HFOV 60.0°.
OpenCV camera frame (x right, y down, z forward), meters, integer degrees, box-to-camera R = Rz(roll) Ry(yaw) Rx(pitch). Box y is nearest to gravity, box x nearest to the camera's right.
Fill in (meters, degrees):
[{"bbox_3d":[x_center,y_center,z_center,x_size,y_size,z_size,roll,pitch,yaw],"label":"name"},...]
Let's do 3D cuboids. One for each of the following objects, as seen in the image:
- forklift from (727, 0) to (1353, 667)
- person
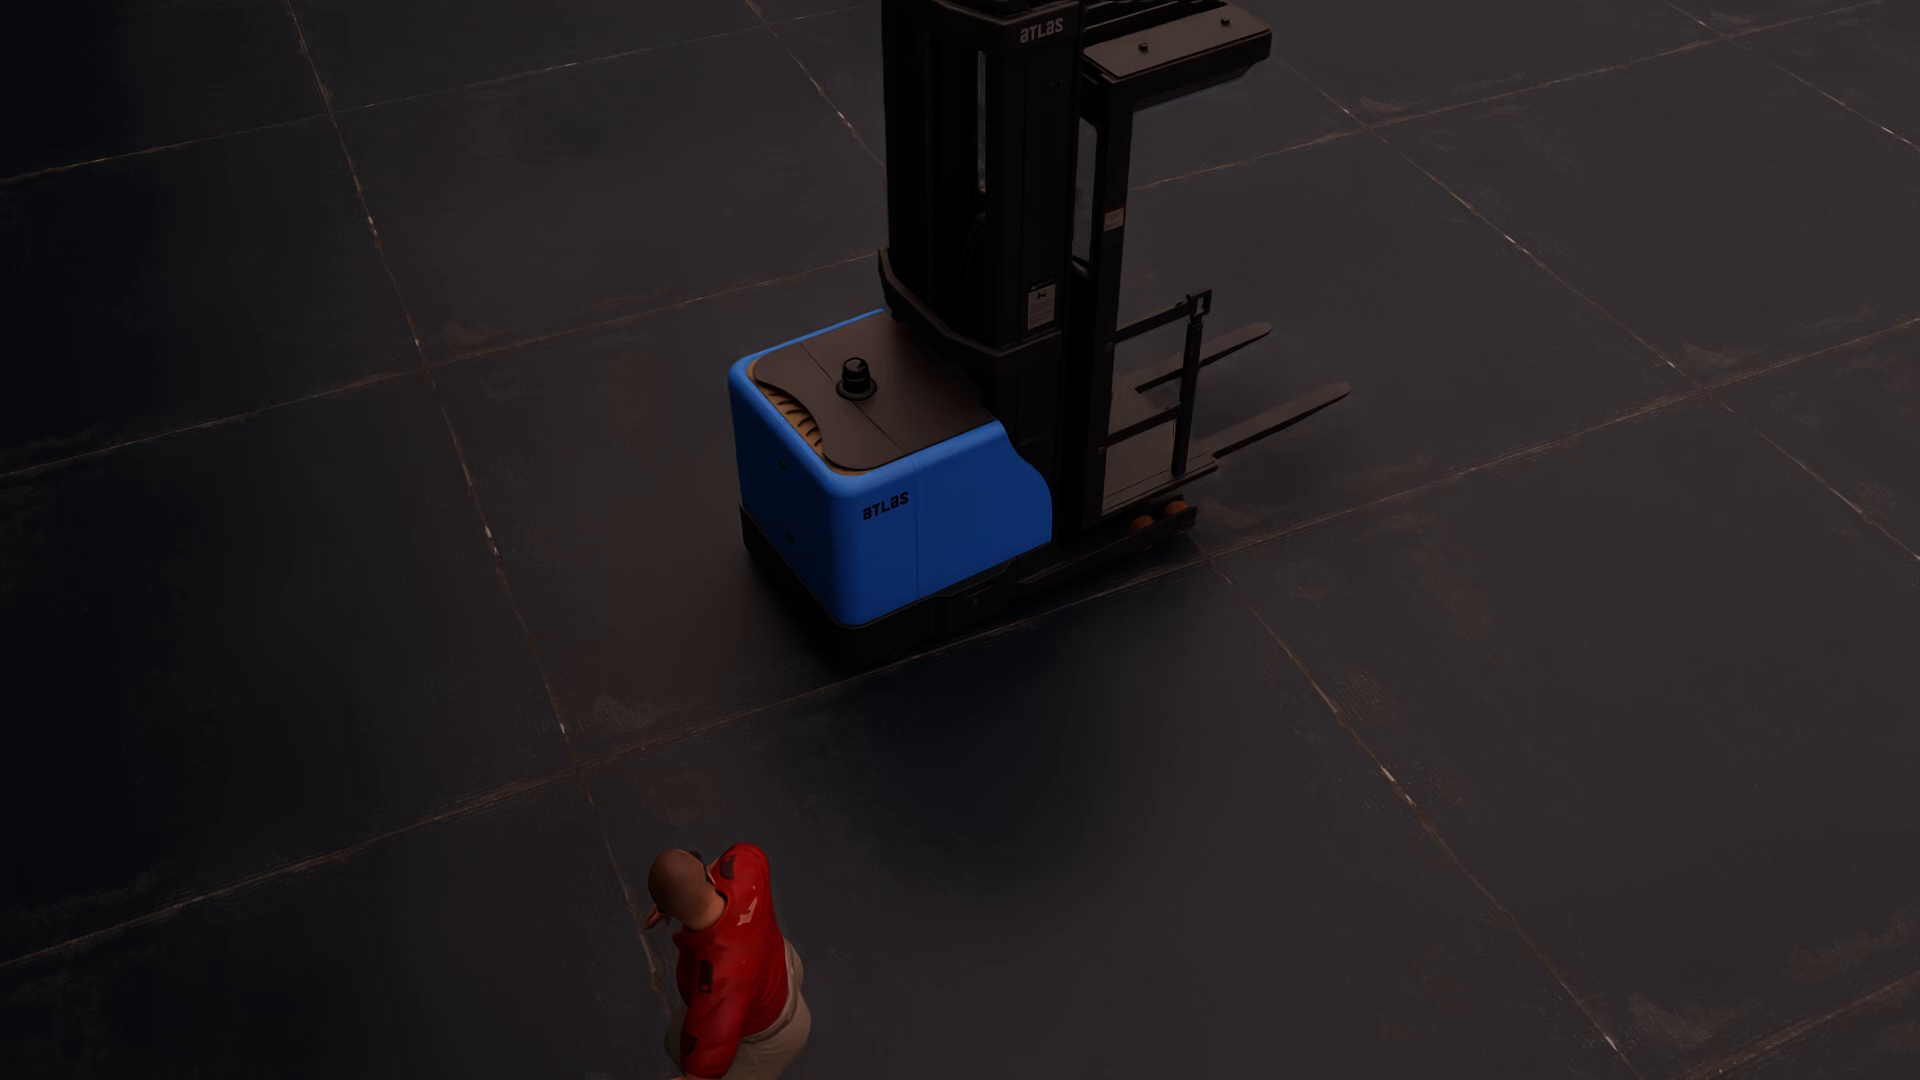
[{"bbox_3d":[0.511,-1.303,7.076,3.031,2.935,1.130,-24,48,-23],"label":"forklift"},{"bbox_3d":[-0.804,1.483,5.053,0.700,1.670,0.783,-7,44,-8],"label":"person"}]
